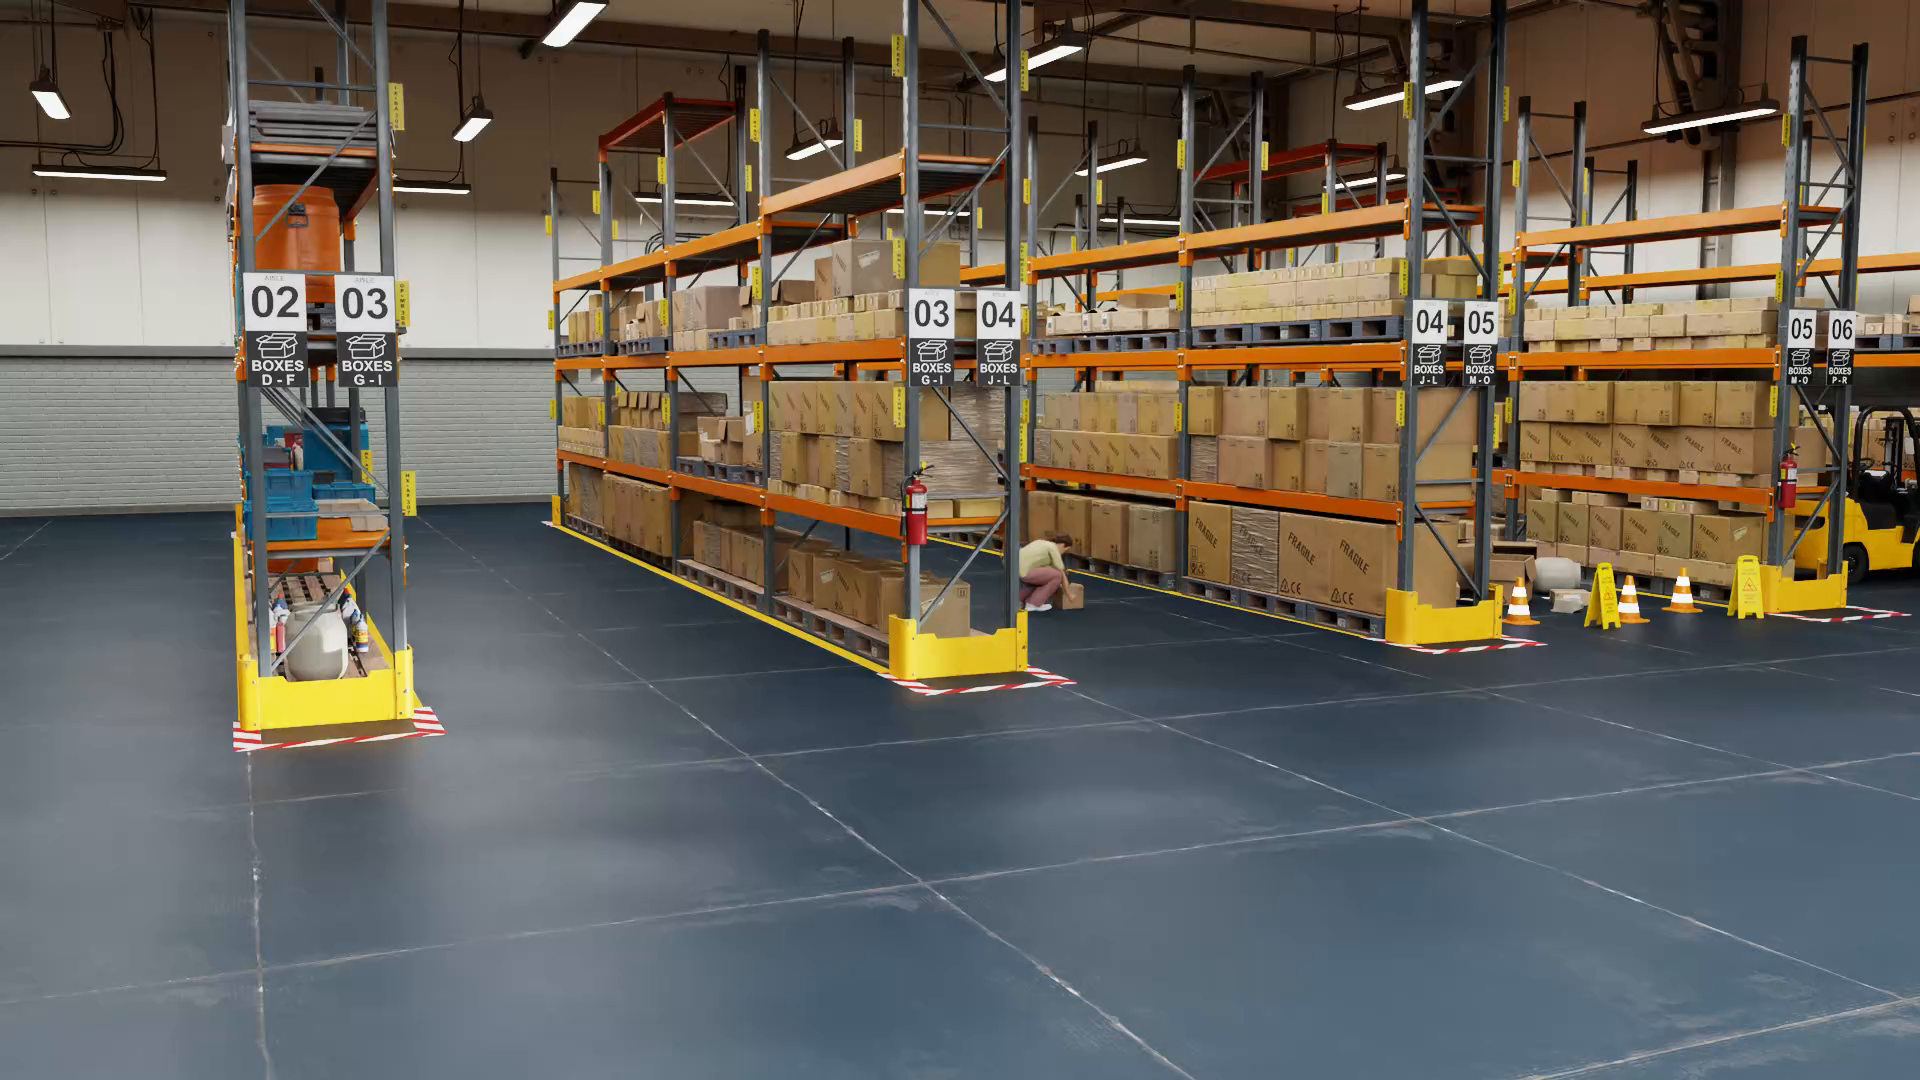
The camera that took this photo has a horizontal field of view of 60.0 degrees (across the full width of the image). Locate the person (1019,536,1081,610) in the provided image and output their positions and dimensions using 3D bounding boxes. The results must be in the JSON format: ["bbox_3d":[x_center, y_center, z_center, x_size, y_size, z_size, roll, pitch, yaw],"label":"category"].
[{"bbox_3d":[0.883,0.354,17.946,0.860,0.817,0.469,-3,6,-26],"label":"person"}]
